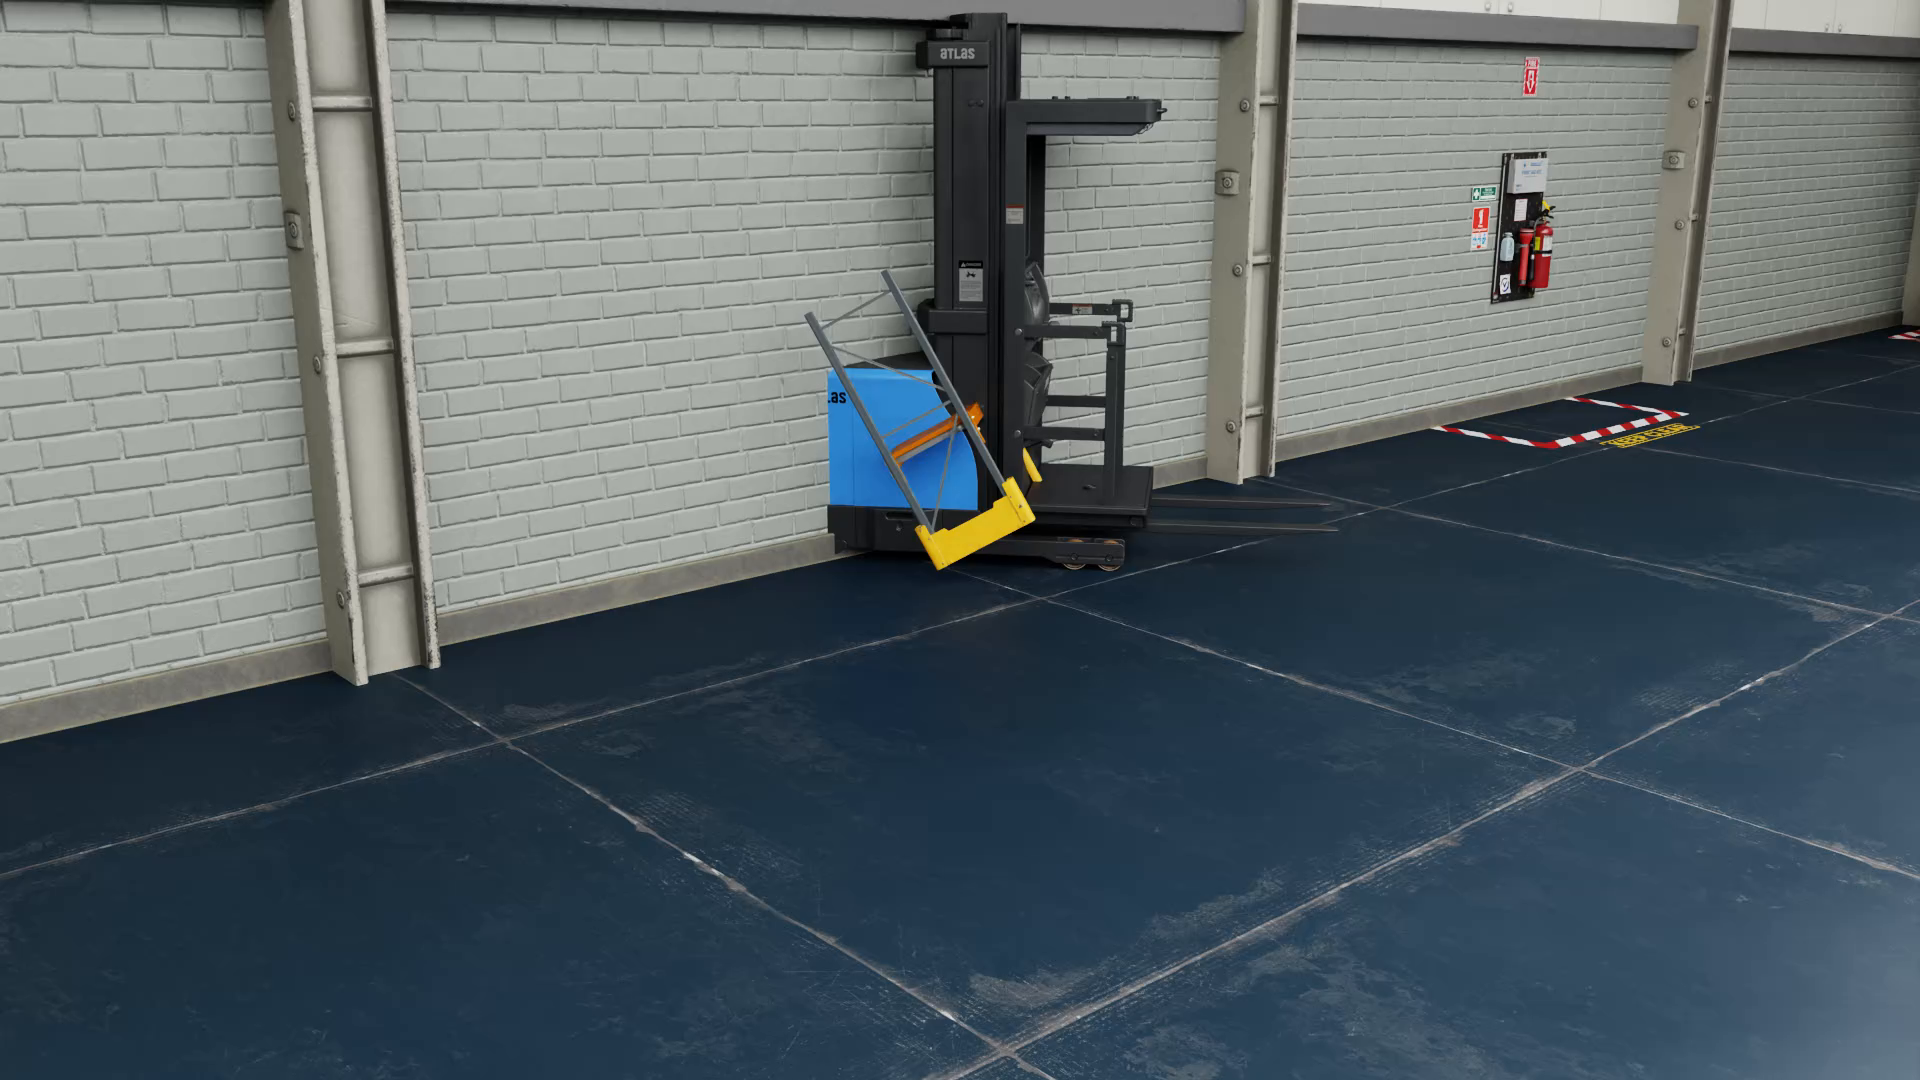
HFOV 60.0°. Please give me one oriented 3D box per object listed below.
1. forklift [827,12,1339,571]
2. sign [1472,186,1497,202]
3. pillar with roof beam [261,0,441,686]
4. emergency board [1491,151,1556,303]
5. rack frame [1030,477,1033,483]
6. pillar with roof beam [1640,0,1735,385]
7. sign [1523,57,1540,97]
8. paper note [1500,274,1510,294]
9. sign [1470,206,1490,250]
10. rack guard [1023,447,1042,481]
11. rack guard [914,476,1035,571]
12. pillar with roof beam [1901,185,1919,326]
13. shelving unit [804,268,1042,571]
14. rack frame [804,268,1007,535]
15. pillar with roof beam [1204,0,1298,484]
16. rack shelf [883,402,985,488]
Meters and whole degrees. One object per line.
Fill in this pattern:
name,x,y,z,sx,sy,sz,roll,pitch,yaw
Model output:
forklift,0.617,-1.393,9.285,3.031,2.935,1.130,2,15,8
sign,4.071,-2.689,12.909,0.331,0.109,0.001,-13,19,-39
pillar with roof beam,0.209,-2.929,3.278,0.400,9.000,9.100,-13,19,-39
emergency board,4.547,-2.490,13.261,0.643,1.169,0.194,-13,19,-39
rack frame,-0.123,-0.835,9.618,0.500,1.500,0.032,-27,8,11
pillar with roof beam,9.262,-4.962,10.889,0.400,9.000,9.100,-13,19,-39
sign,4.475,-3.628,13.029,0.199,0.298,0.001,-13,19,-39
paper note,4.368,-2.048,13.313,0.142,0.148,0.016,-13,19,-39
sign,4.062,-2.434,12.981,0.234,0.329,0.001,-13,19,-39
rack guard,0.177,-0.293,9.702,0.587,0.250,0.087,-27,8,11
rack guard,0.078,-0.086,8.733,0.587,0.250,0.087,-27,8,11
pillar with roof beam,13.788,-5.978,14.694,0.400,9.000,9.100,-13,19,-39
shelving unit,-0.173,-0.731,9.132,0.587,1.500,1.083,-27,8,11
rack frame,-0.224,-0.623,8.629,0.500,1.500,0.032,-27,8,11
pillar with roof beam,4.736,-3.945,7.083,0.400,9.000,9.100,-13,19,-39
rack shelf,-0.087,-0.573,9.148,0.538,0.185,1.000,-27,8,11
